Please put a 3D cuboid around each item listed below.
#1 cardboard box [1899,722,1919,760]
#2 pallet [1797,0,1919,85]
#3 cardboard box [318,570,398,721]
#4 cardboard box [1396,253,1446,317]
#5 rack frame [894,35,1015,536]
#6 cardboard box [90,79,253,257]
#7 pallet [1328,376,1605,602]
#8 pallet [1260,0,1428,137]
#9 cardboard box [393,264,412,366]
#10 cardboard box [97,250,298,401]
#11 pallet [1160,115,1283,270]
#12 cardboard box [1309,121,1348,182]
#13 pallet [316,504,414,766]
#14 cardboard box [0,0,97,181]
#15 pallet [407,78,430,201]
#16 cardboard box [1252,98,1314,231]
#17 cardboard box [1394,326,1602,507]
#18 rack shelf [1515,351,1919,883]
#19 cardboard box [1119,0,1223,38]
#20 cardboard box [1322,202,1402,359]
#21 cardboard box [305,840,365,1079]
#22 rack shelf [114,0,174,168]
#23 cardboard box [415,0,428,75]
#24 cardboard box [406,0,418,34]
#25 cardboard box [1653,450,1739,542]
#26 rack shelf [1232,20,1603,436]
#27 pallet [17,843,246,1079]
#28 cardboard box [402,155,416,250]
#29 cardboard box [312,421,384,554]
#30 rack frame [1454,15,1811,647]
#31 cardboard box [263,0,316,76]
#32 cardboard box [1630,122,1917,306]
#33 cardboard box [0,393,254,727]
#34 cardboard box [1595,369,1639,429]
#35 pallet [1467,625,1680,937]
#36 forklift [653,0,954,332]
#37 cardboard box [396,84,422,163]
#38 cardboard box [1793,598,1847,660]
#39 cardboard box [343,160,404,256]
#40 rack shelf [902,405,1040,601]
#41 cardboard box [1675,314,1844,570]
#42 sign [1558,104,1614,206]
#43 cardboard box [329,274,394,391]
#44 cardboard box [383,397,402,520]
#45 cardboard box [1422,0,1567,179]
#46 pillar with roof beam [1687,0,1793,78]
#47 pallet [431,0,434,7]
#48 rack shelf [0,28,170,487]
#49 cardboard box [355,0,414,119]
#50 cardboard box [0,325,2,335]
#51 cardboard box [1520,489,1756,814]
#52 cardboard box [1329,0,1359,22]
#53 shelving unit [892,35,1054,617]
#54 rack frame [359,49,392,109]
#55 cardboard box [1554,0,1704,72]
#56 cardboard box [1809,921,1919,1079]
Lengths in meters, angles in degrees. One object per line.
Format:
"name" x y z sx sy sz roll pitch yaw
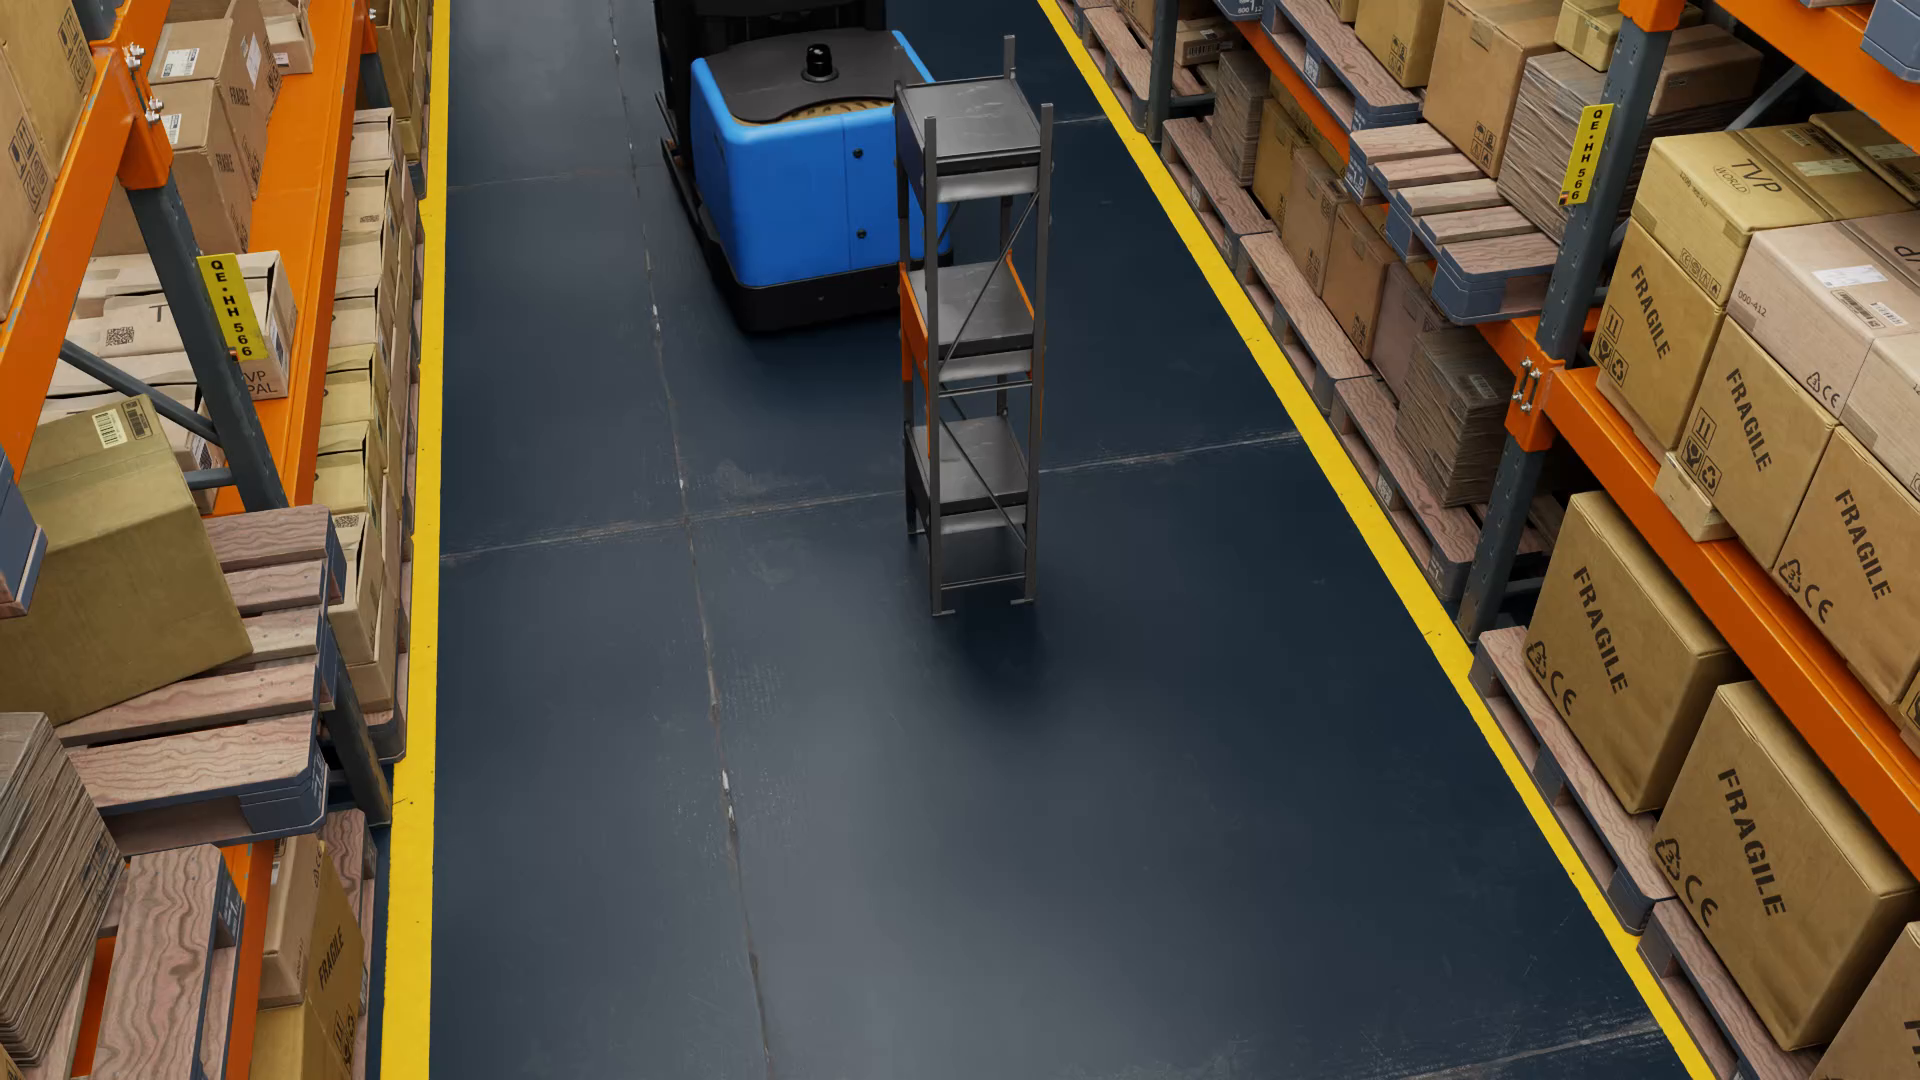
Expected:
"cardboard box" 2.587 0.495 4.107 0.380 0.149 0.250 -8 42 -9
"pallet" 2.592 -1.472 4.032 1.213 0.211 1.003 -7 42 -7
"cardboard box" -2.261 0.371 5.827 0.500 0.250 0.500 -8 42 -9
"cardboard box" 2.133 -1.178 6.805 0.500 0.250 0.500 -8 42 -8
"rack frame" -0.017 -0.836 6.110 0.400 2.100 0.015 -8 42 -9
"cardboard box" -2.813 -1.241 5.813 0.500 0.500 0.500 -10 43 -12
"pallet" 2.234 -0.295 6.923 1.003 0.211 1.213 -8 42 -9
"pallet" 1.934 -2.036 6.929 1.003 0.211 1.213 -8 42 -9
"cardboard box" -2.708 -0.953 7.319 0.500 0.250 0.500 -7 42 -8
"cardboard box" -2.439 -0.693 5.338 0.500 0.311 0.500 -9 42 -10
"pallet" 1.707 -1.876 8.705 1.003 0.211 1.213 -8 42 -9
"cardboard box" 1.927 -1.837 7.547 0.500 0.250 0.500 -9 42 -11
"pallet" -2.575 0.385 6.157 1.003 0.211 1.213 -8 42 -9
"cardboard box" -2.308 -1.000 3.282 0.910 0.500 0.500 -8 42 -9
"pallet" -3.429 -2.190 9.058 1.003 0.211 1.213 -8 42 -9
"cardboard box" 1.873 -1.851 8.127 0.700 0.500 0.500 -9 42 -10
"cardboard box" 2.195 -0.520 6.627 0.700 0.500 0.500 -8 42 -9
"rack shelf" 2.833 0.735 4.205 1.077 0.370 4.000 -8 42 -9
"cardboard box" 1.274 -3.320 9.782 0.500 0.500 0.500 -11 43 -12
"cardboard box" 2.062 -1.188 7.381 0.700 0.500 0.500 -9 42 -10
"cardboard box" -2.004 1.225 4.663 0.500 0.500 0.500 -7 42 -8
"rack shelf" -2.867 -2.268 5.327 1.077 0.370 4.000 -8 42 -9
"cardboard box" -3.308 -2.834 9.438 0.500 0.250 0.500 -8 42 -9
"cardboard box" -3.309 -3.114 9.189 0.500 0.500 0.500 -8 42 -9
"cardboard box" 2.266 -0.149 4.832 0.380 0.149 0.250 -7 42 -8
"rack shelf" 1.969 -1.858 7.125 1.077 0.370 4.000 -8 42 -9
"pallet" -2.011 1.213 3.268 1.003 0.211 1.213 -8 42 -9
"cardboard box" -2.926 -1.613 8.062 0.500 0.250 0.500 -9 42 -10
"cardboard box" -2.383 -0.178 6.023 0.500 0.311 0.500 -9 42 -10
"rack frame" 2.401 -0.831 5.426 1.000 3.000 0.127 -8 42 -9
"cardboard box" -2.929 -2.117 6.977 0.396 0.266 0.258 -9 42 -10
"cardboard box" 2.253 -0.917 4.645 0.500 0.250 0.500 -7 42 -8
"cardboard box" -2.189 0.079 4.010 0.700 0.500 0.500 -22 46 -23
"cardboard box" 2.246 -0.498 5.225 0.380 0.149 0.250 -9 42 -10
"pallet" 2.497 0.734 5.764 1.003 0.211 1.213 -8 42 -9
"forklift" -0.976 -3.054 7.983 1.130 2.935 3.031 -12 43 -14
"cardboard box" -3.103 -2.184 8.706 0.500 0.250 0.500 -8 42 -9
"cardboard box" 2.506 0.164 4.480 0.380 0.149 0.250 -7 42 -8
"cardboard box" -2.813 -1.492 7.504 0.500 0.311 0.500 -7 42 -8
"rack shelf" 0.036 -0.144 6.406 0.431 0.518 0.480 -8 42 -9
"cardboard box" 2.360 -0.294 4.508 0.500 0.500 0.500 -7 42 -8
"sign" 1.873 -1.150 4.974 0.100 0.325 0.005 -8 42 -9
"cardboard box" -2.603 -0.842 6.771 0.500 0.311 0.500 -9 42 -10
"cardboard box" -2.489 -0.291 6.573 0.500 0.250 0.500 -9 42 -10
"cardboard box" 2.143 -1.694 5.992 0.700 0.500 0.500 -12 43 -13
"pillar with roof beam" -1.239 -3.424 3.829 9.100 9.000 0.400 -8 42 -9
"pallet" -3.956 -3.772 10.840 1.003 0.211 1.213 -8 42 -9
"rack shelf" -2.004 0.325 2.406 1.077 0.370 4.000 -8 42 -9
"cardboard box" -3.093 -2.466 8.458 0.500 0.500 0.500 -8 42 -9
"cardboard box" -2.086 -0.332 2.530 0.910 0.500 0.500 -8 42 -9
"cardboard box" 2.432 0.312 5.442 0.750 0.750 0.750 -9 42 -10
"cardboard box" 1.900 -2.505 6.906 0.700 0.500 0.500 -3 42 -3
"shelving unit" 0.036 -0.678 5.932 0.431 2.100 0.503 -8 42 -9
"rack frame" -3.299 -2.711 7.545 1.000 3.000 0.127 -8 42 -9
"cardboard box" 2.213 -1.701 5.511 0.380 0.149 0.250 -15 44 -16
"cardboard box" 2.802 1.431 4.182 0.750 0.750 0.750 -7 42 -8
